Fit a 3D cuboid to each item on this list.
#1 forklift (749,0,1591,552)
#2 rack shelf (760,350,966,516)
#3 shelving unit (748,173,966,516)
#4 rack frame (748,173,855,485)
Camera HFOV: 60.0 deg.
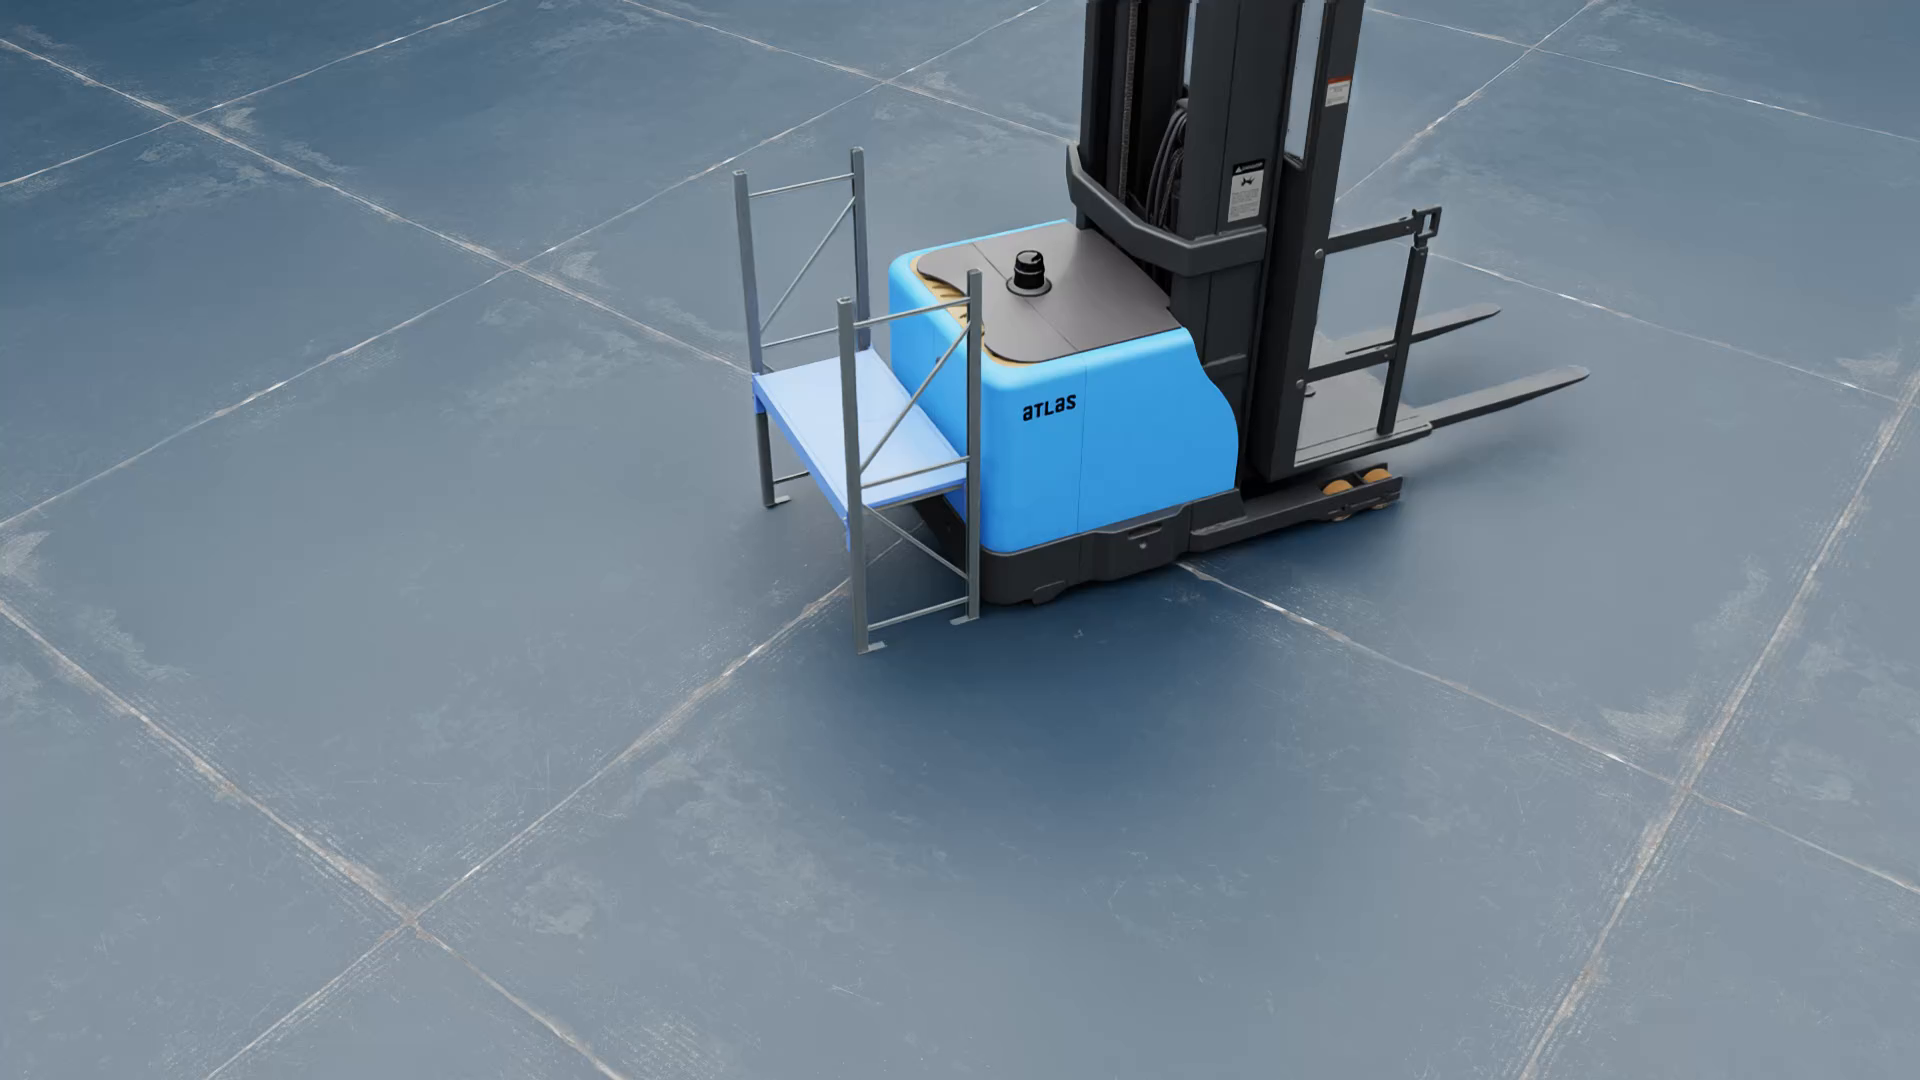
[{"bbox_3d":[8.625,-0.762,4.804,16.119,3.598,10.237,-16,41,-19],"label":"forklift"},{"bbox_3d":[-0.375,-0.413,6.273,0.459,0.062,0.952,-16,41,-19],"label":"rack shelf"},{"bbox_3d":[-0.385,-0.526,6.206,0.475,1.308,0.991,-16,41,-19],"label":"shelving unit"},{"bbox_3d":[-0.592,-0.799,6.554,0.475,1.308,0.013,-16,41,-19],"label":"rack frame"}]
